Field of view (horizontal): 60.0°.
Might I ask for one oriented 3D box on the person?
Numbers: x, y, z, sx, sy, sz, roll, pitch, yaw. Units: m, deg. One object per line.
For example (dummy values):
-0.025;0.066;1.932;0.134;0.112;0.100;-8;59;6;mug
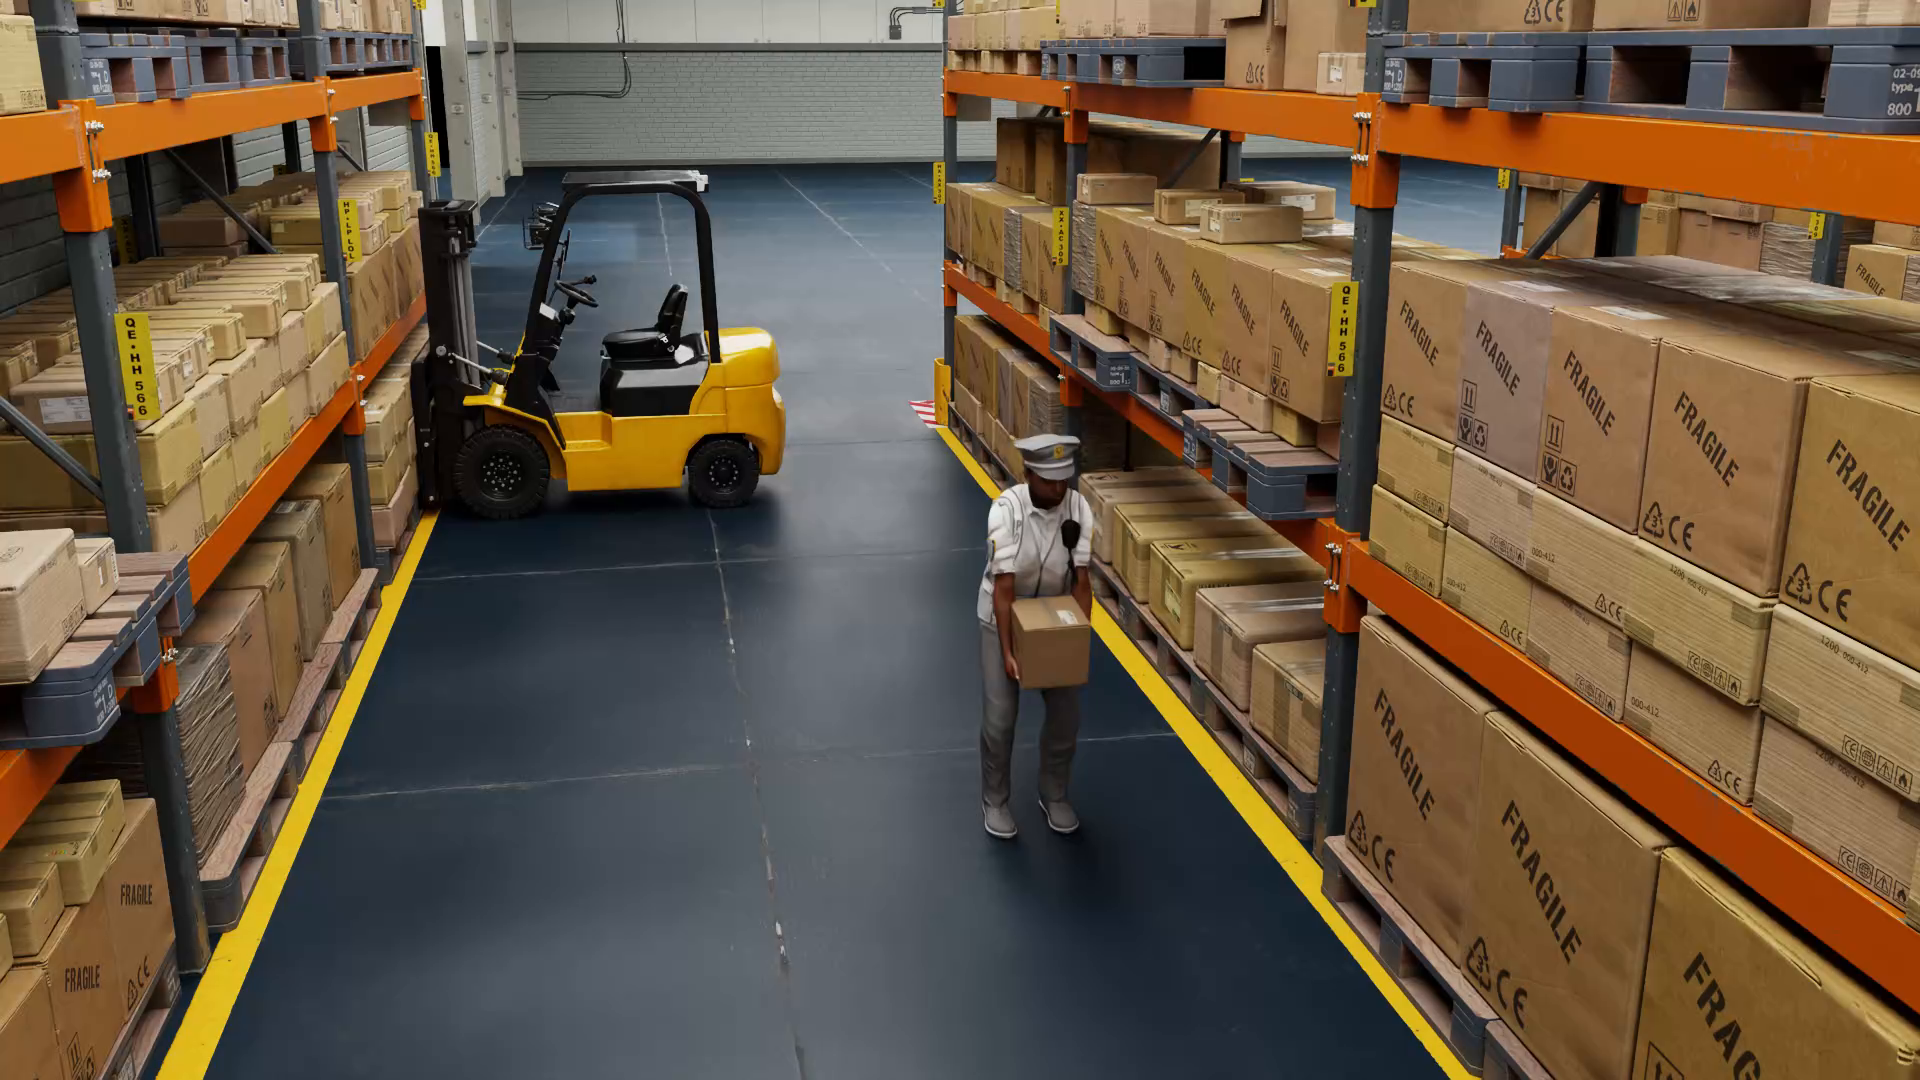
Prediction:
0.294;0.372;6.364;0.415;1.625;0.566;-3;17;-11;person
